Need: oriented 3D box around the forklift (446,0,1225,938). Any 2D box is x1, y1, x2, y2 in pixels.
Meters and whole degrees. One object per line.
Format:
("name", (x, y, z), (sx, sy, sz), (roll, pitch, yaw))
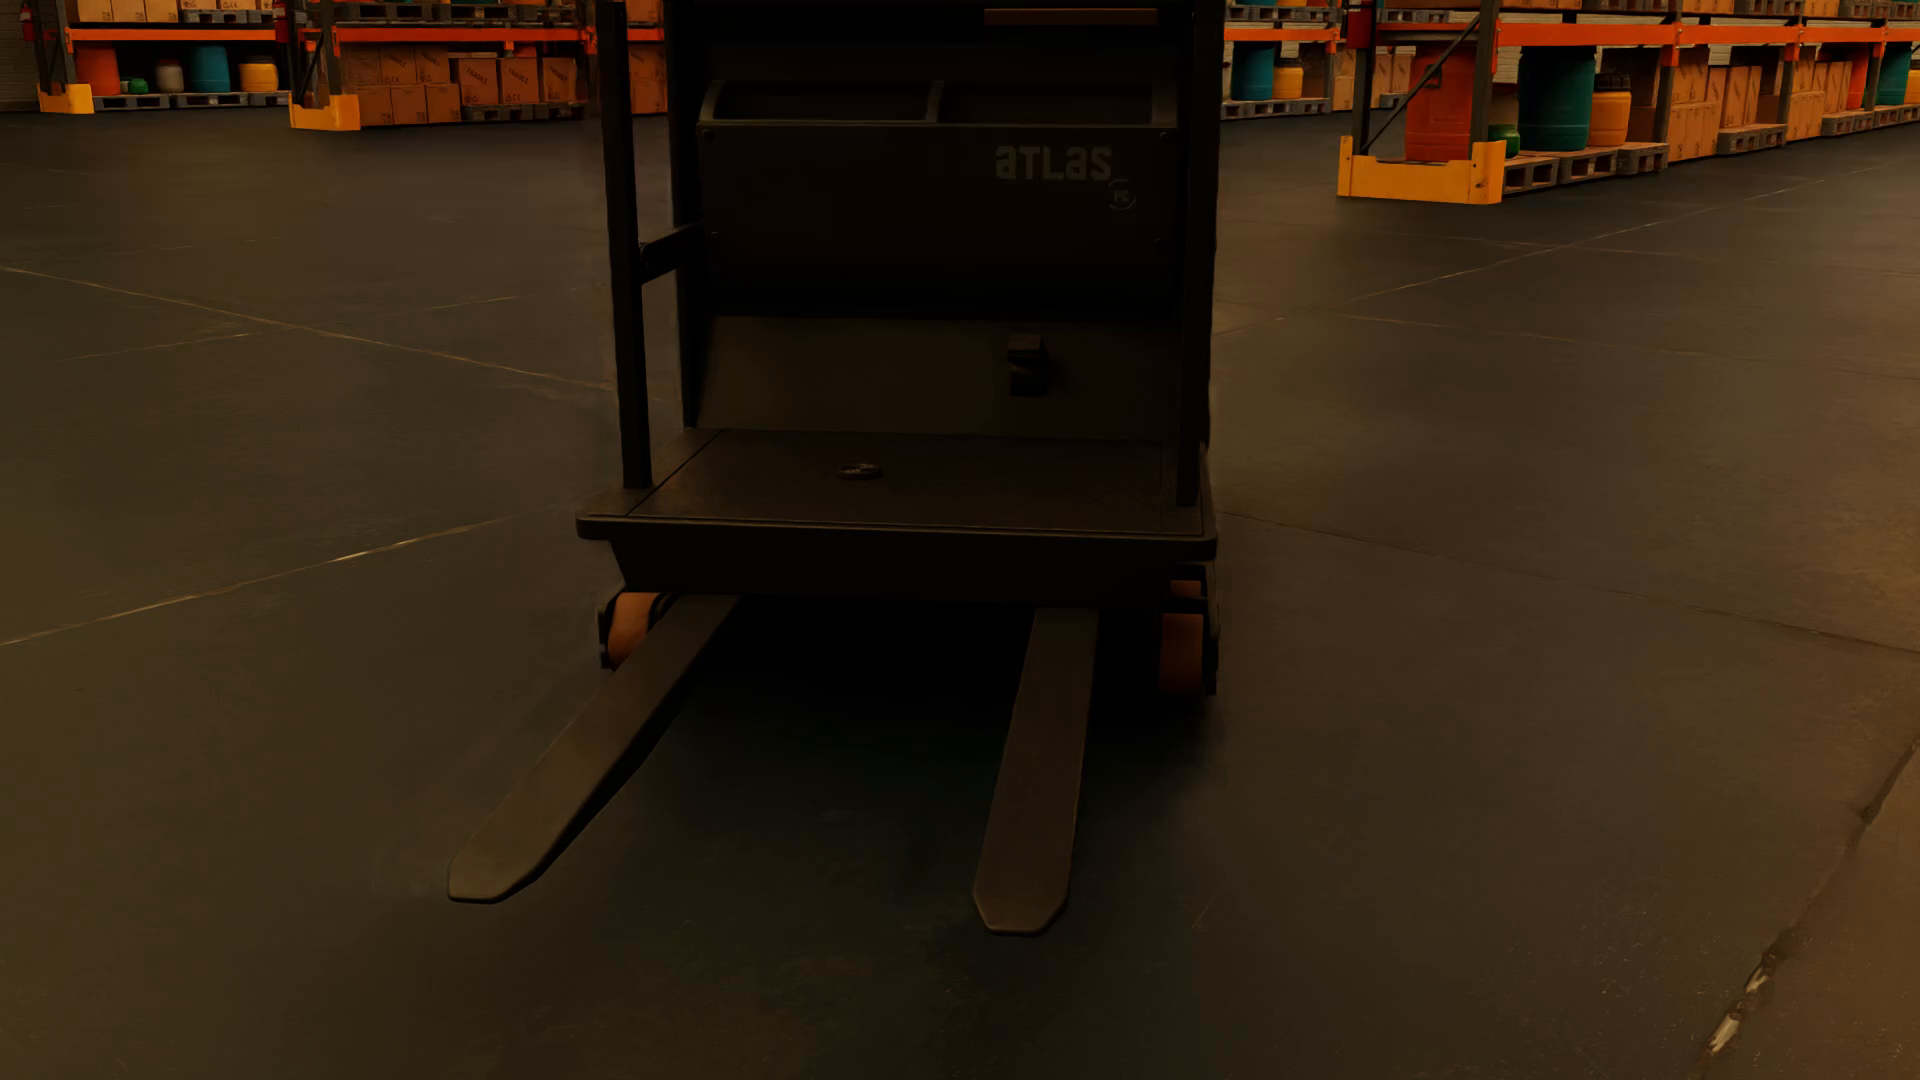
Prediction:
("forklift", (-0.065, -1.215, 2.900), (1.130, 2.935, 3.031), (2, 17, 6))
